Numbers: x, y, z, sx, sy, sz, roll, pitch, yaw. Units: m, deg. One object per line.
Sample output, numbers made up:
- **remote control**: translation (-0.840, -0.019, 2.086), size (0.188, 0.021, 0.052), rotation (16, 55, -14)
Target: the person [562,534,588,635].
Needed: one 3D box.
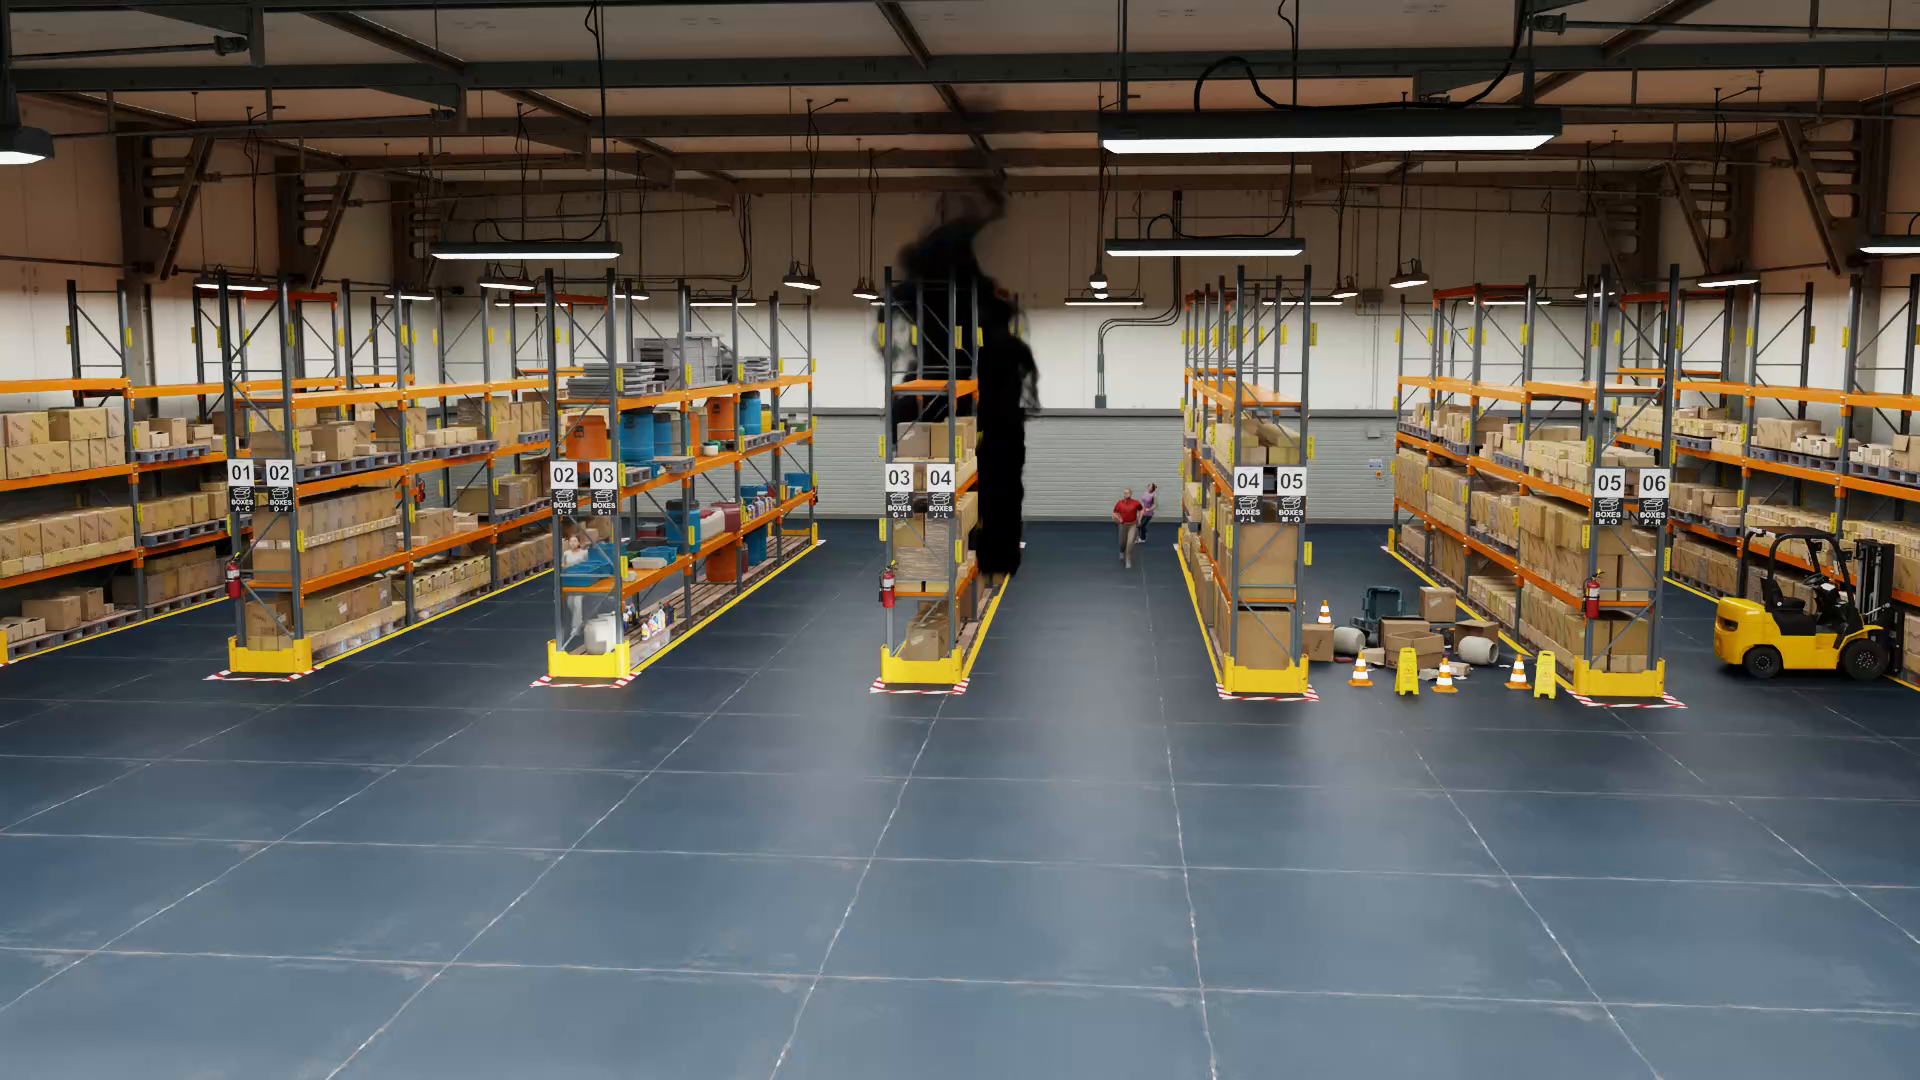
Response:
- **person**: translation (-6.530, 0.725, 28.231), size (0.538, 1.653, 0.970), rotation (0, 7, 3)

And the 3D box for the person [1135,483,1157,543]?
- **person**: translation (4.494, -0.656, 40.462), size (0.721, 1.498, 0.508), rotation (7, 10, 44)

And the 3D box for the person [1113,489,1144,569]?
- **person**: translation (3.697, -0.266, 36.504), size (0.672, 1.734, 0.910), rotation (1, 7, 9)
